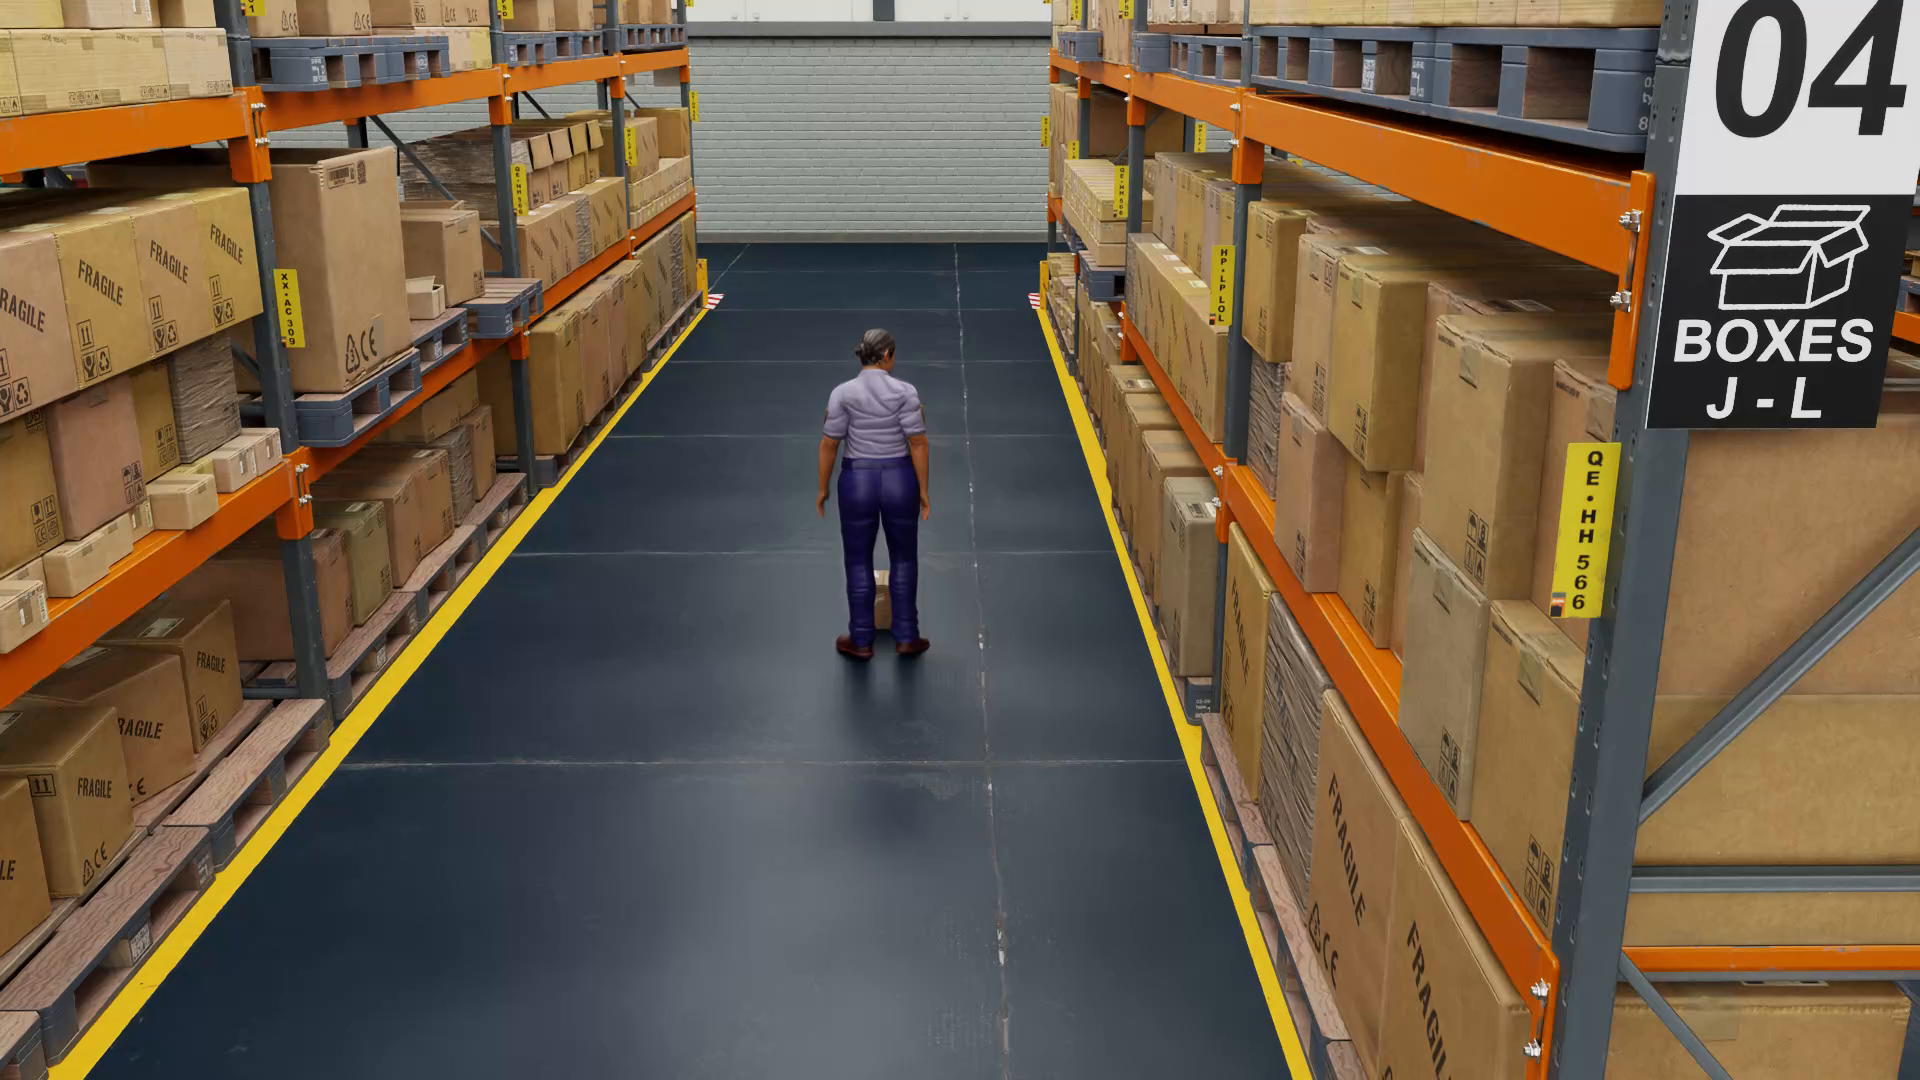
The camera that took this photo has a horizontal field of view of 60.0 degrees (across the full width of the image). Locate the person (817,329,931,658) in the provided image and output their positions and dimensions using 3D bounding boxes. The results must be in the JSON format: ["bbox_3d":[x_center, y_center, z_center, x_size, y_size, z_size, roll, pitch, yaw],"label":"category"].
[{"bbox_3d":[-0.423,-0.204,8.232,0.568,1.666,0.360,-2,17,-6],"label":"person"}]
